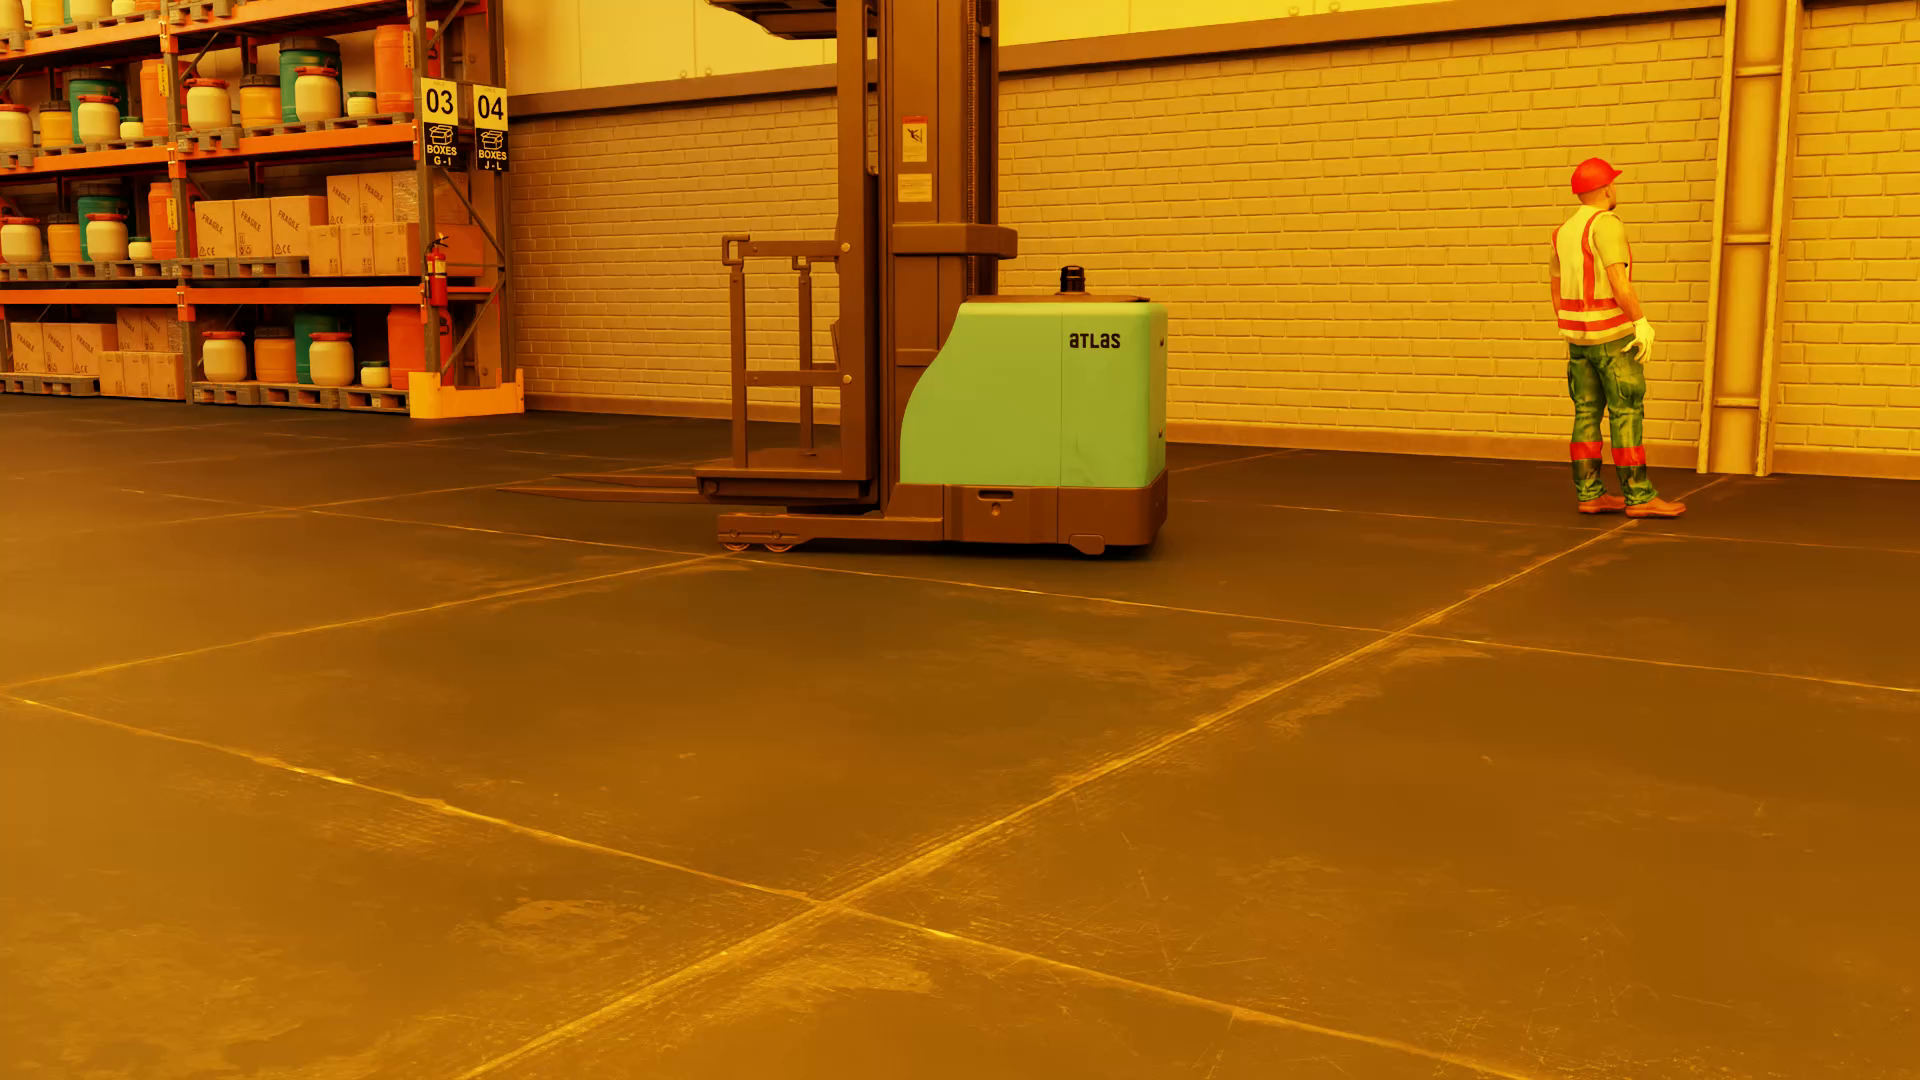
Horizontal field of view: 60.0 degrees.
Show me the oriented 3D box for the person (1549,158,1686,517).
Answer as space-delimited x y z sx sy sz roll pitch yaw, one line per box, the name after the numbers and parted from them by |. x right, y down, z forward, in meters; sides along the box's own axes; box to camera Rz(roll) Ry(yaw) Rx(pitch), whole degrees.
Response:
3.323 -1.031 8.449 0.564 1.787 0.638 -2 8 -15 | person

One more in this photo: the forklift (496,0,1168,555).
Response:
-0.596 -1.469 7.520 3.031 2.935 1.130 2 8 12 | forklift
